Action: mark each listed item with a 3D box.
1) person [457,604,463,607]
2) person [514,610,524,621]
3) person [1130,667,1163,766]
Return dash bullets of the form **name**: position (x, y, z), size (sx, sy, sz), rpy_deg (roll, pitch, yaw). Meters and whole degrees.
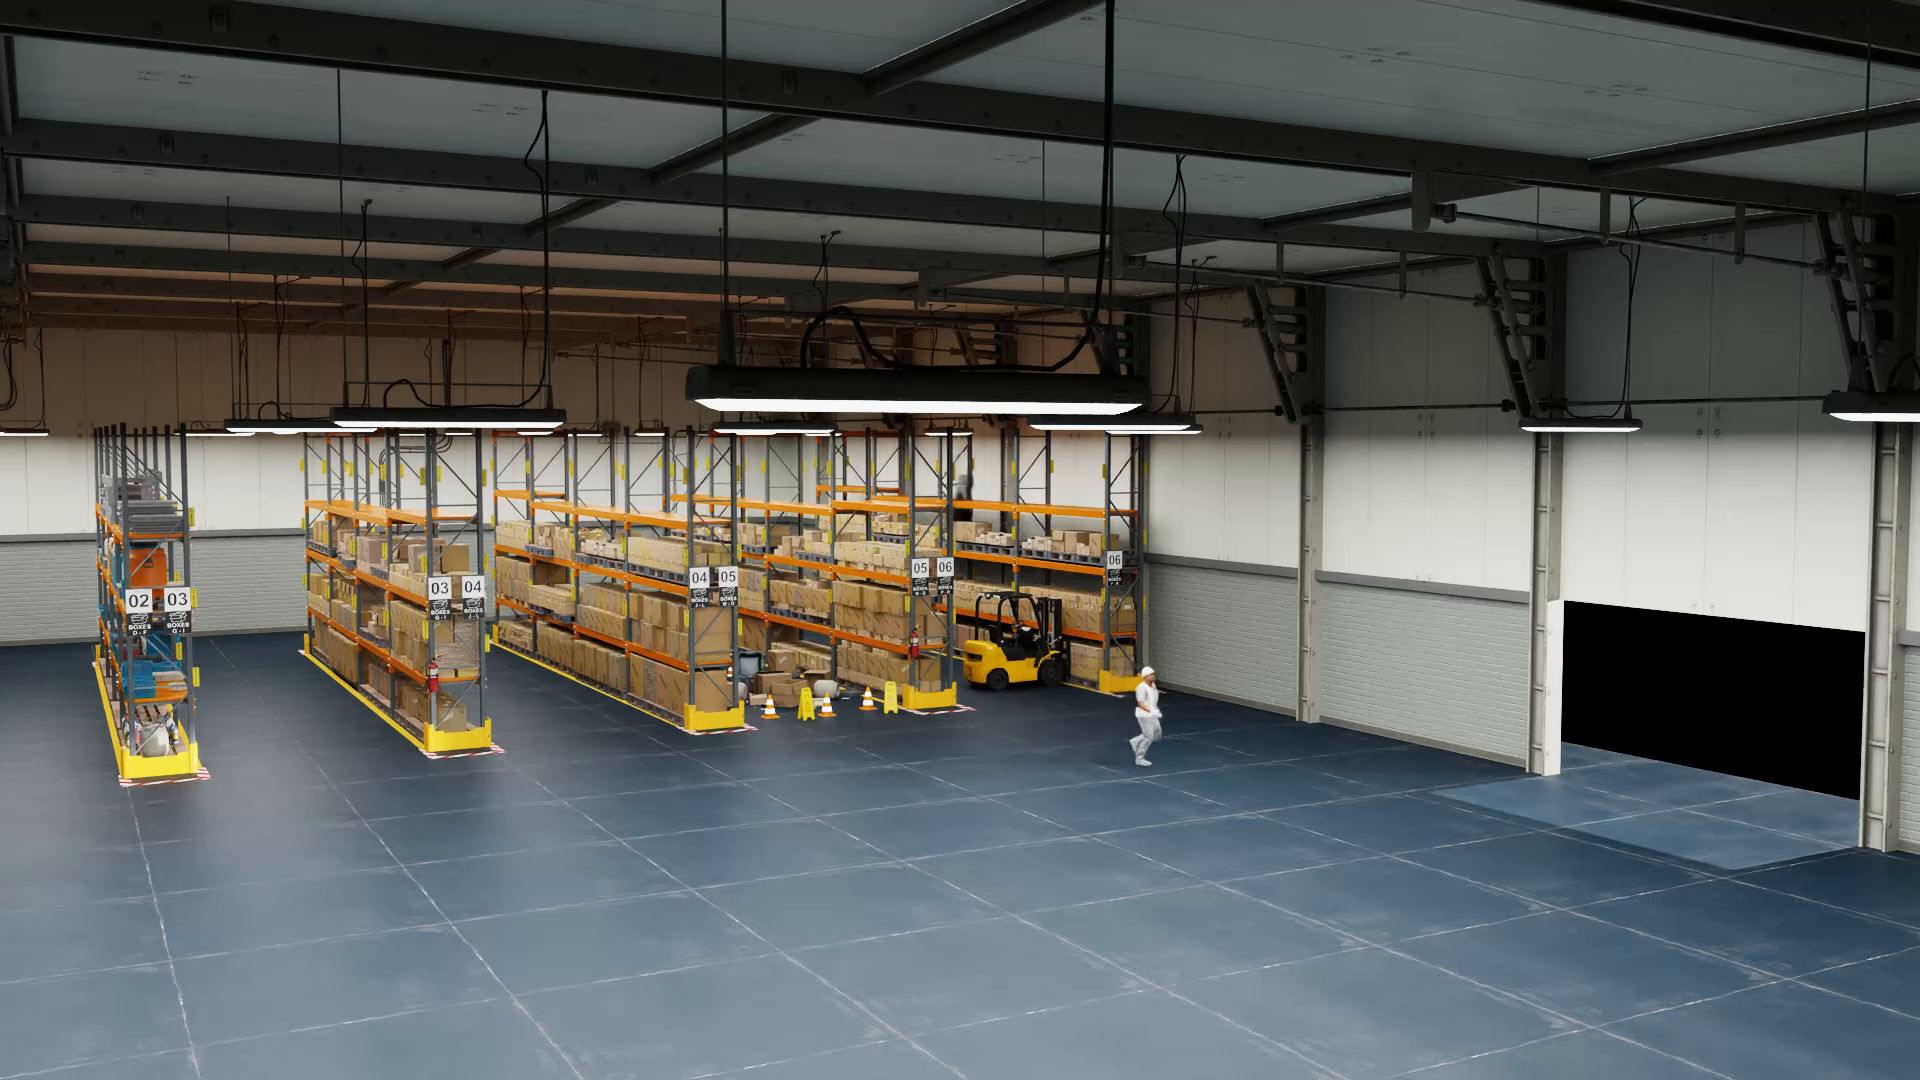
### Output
- **person**: position (-14.045, 2.148, 46.046), size (0.639, 1.608, 0.534), rpy_deg (0, 3, -5)
- **person**: position (-12.806, 2.024, 48.498), size (0.502, 1.554, 0.660), rpy_deg (1, 3, 9)
- **person**: position (3.286, 3.087, 29.224), size (0.663, 1.736, 0.710), rpy_deg (2, 4, 26)
